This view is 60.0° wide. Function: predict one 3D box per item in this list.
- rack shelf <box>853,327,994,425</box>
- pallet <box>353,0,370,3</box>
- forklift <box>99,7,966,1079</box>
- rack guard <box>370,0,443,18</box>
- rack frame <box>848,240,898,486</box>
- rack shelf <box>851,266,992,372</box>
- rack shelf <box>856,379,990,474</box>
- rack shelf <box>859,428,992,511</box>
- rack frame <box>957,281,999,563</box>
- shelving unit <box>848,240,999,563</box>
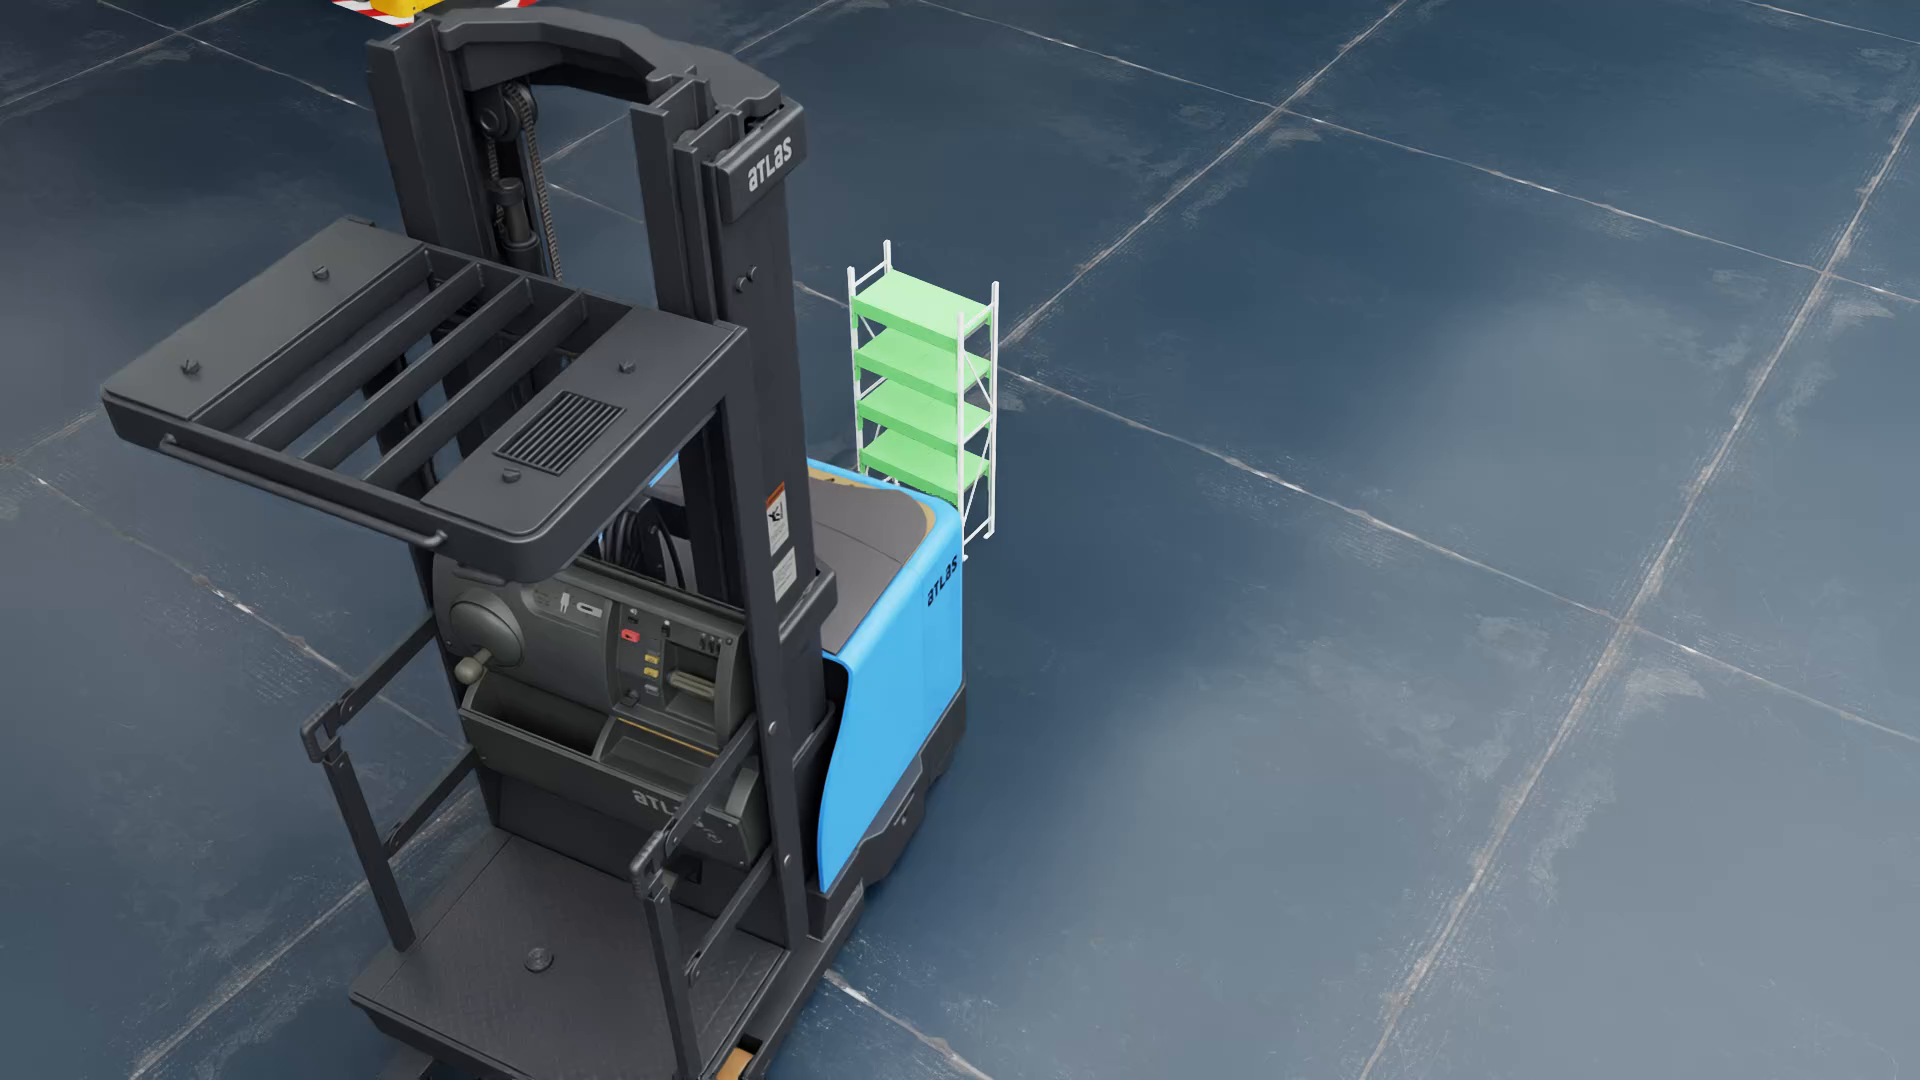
[{"bbox_3d":[-0.136,-0.642,6.303,0.480,0.148,0.258,25,48,25],"label":"rack shelf"},{"bbox_3d":[-3.999,-3.983,11.043,1.213,0.211,1.003,25,48,25],"label":"pallet"},{"bbox_3d":[-1.069,0.345,4.167,1.130,2.935,3.031,18,45,19],"label":"forklift"},{"bbox_3d":[-3.279,-3.818,10.642,0.348,0.500,1.175,25,48,25],"label":"rack guard"},{"bbox_3d":[-0.335,-0.604,6.525,0.015,1.200,0.240,25,48,25],"label":"rack frame"},{"bbox_3d":[-0.136,-0.821,6.143,0.480,0.148,0.258,25,48,25],"label":"rack shelf"},{"bbox_3d":[-0.136,-0.463,6.463,0.480,0.148,0.258,25,48,25],"label":"rack shelf"},{"bbox_3d":[-0.136,-0.284,6.623,0.480,0.148,0.258,25,48,25],"label":"rack shelf"},{"bbox_3d":[0.064,-0.417,6.316,0.015,1.200,0.240,25,48,25],"label":"rack frame"},{"bbox_3d":[-0.136,-0.511,6.421,0.503,1.200,0.258,25,48,25],"label":"shelving unit"}]
